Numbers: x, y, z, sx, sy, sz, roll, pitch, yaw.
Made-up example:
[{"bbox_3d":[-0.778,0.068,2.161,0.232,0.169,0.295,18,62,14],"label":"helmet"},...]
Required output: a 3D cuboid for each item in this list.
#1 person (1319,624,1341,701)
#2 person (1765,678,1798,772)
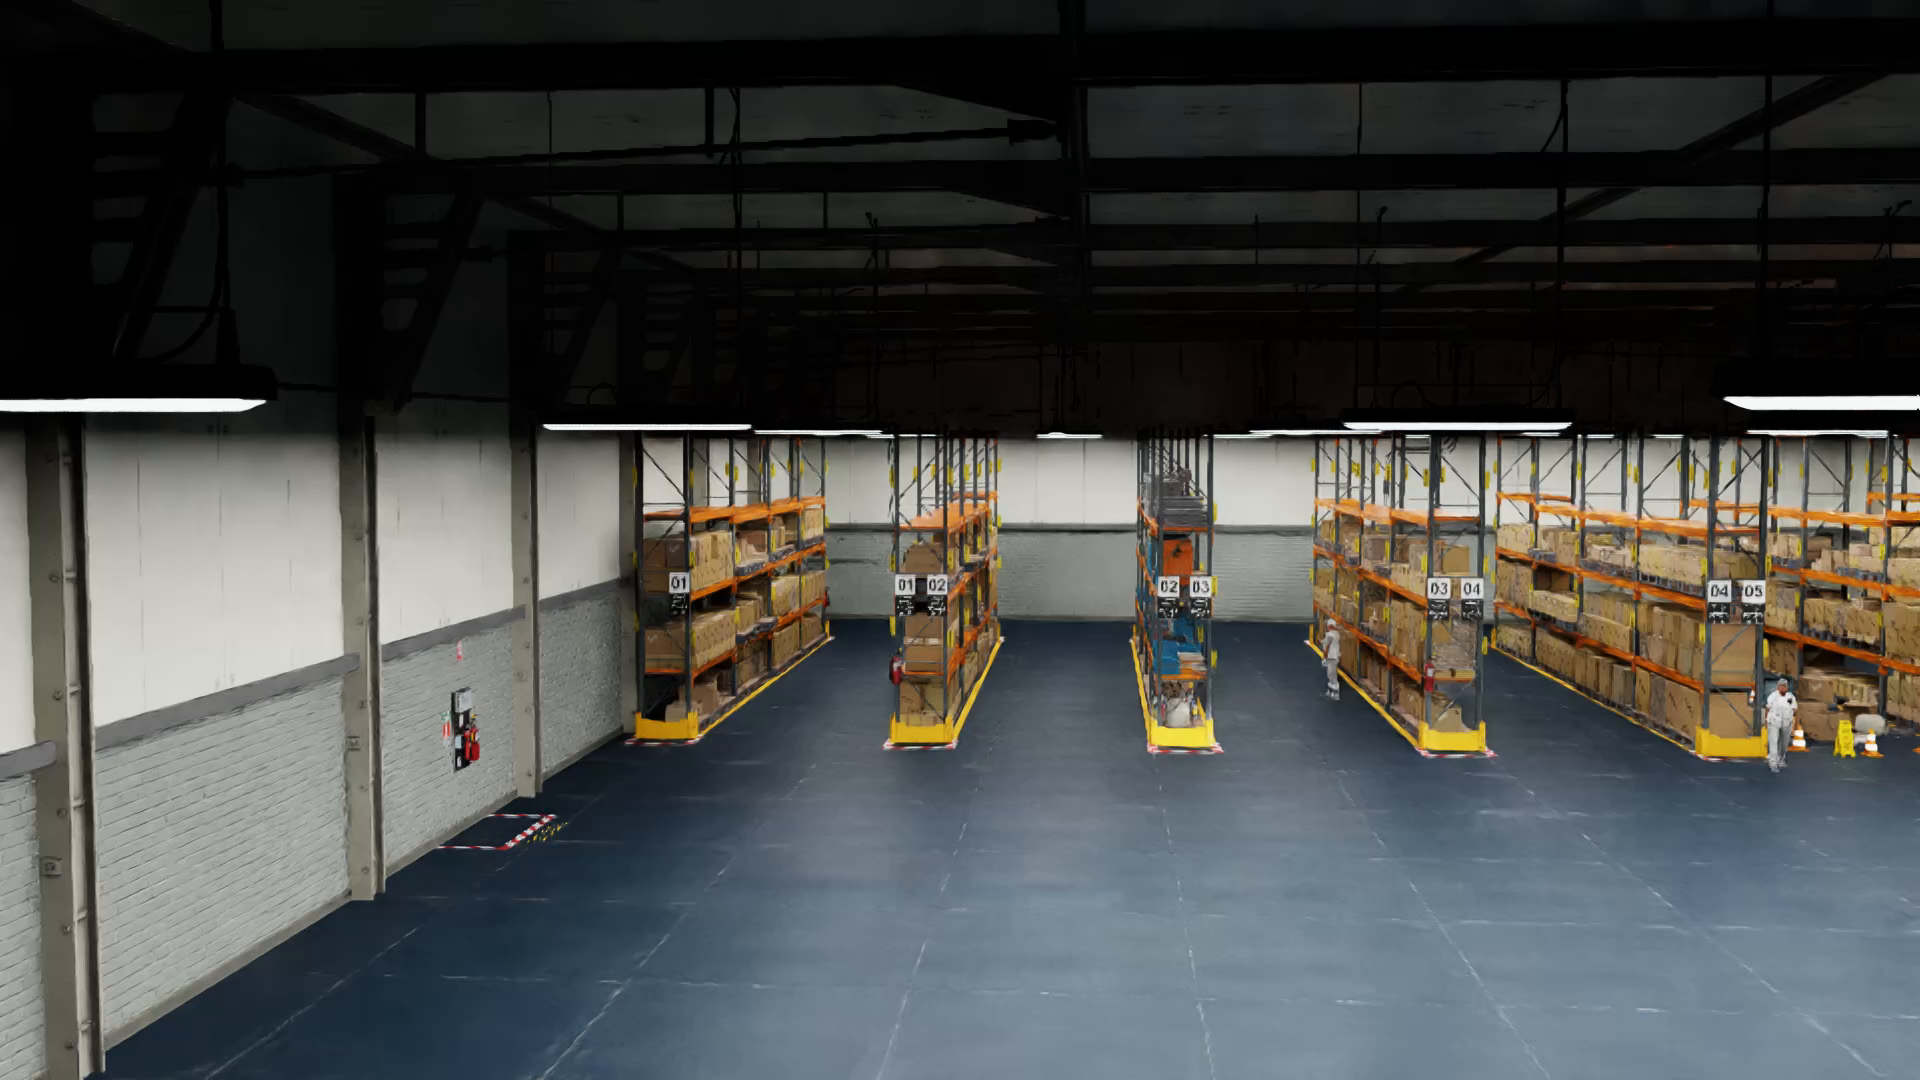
[{"bbox_3d":[8.141,2.638,36.613,0.562,1.740,0.653,2,4,34],"label":"person"},{"bbox_3d":[14.208,3.181,28.754,0.477,1.597,1.003,1,4,13],"label":"person"}]
